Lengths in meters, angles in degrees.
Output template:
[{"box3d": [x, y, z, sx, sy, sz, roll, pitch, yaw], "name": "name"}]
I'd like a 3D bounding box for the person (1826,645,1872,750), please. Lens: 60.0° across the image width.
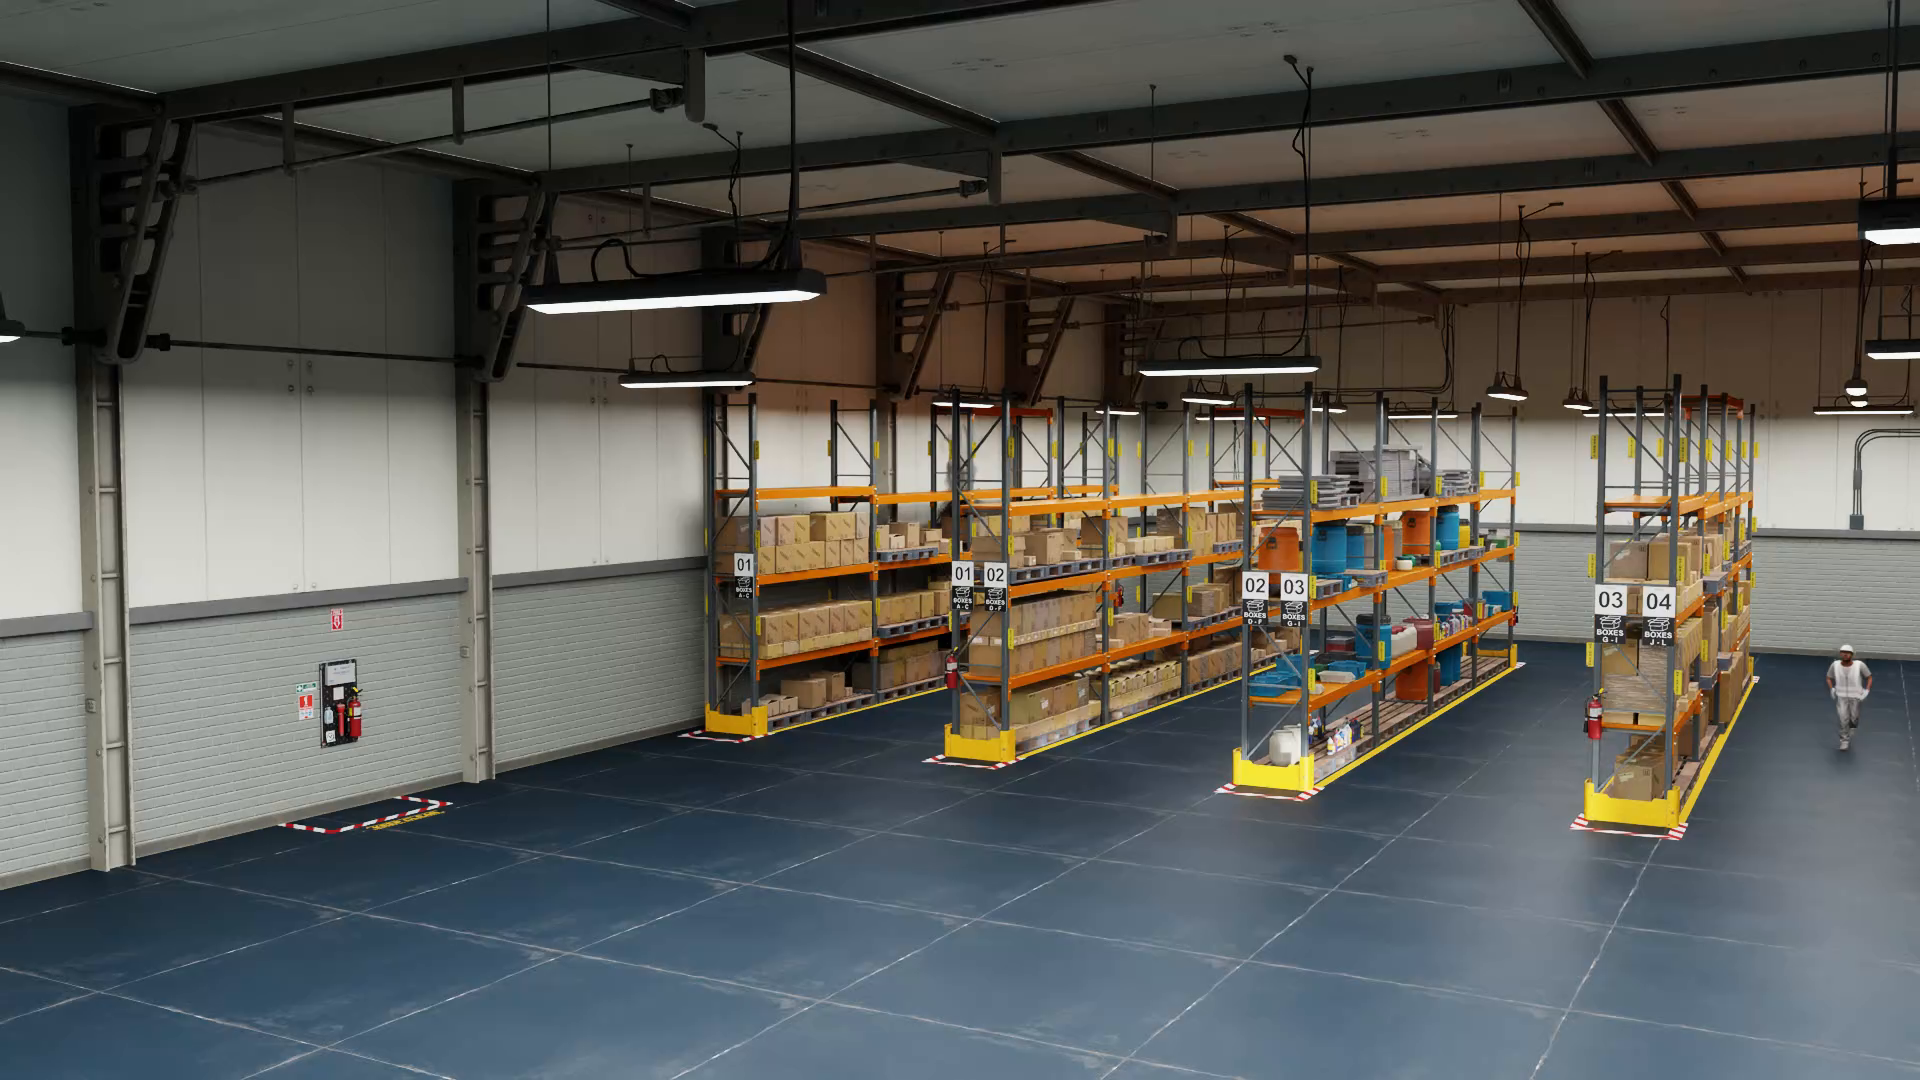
[{"box3d": [14.905, 2.628, 27.894, 0.685, 1.756, 0.678, 2, 4, 33], "name": "person"}]
